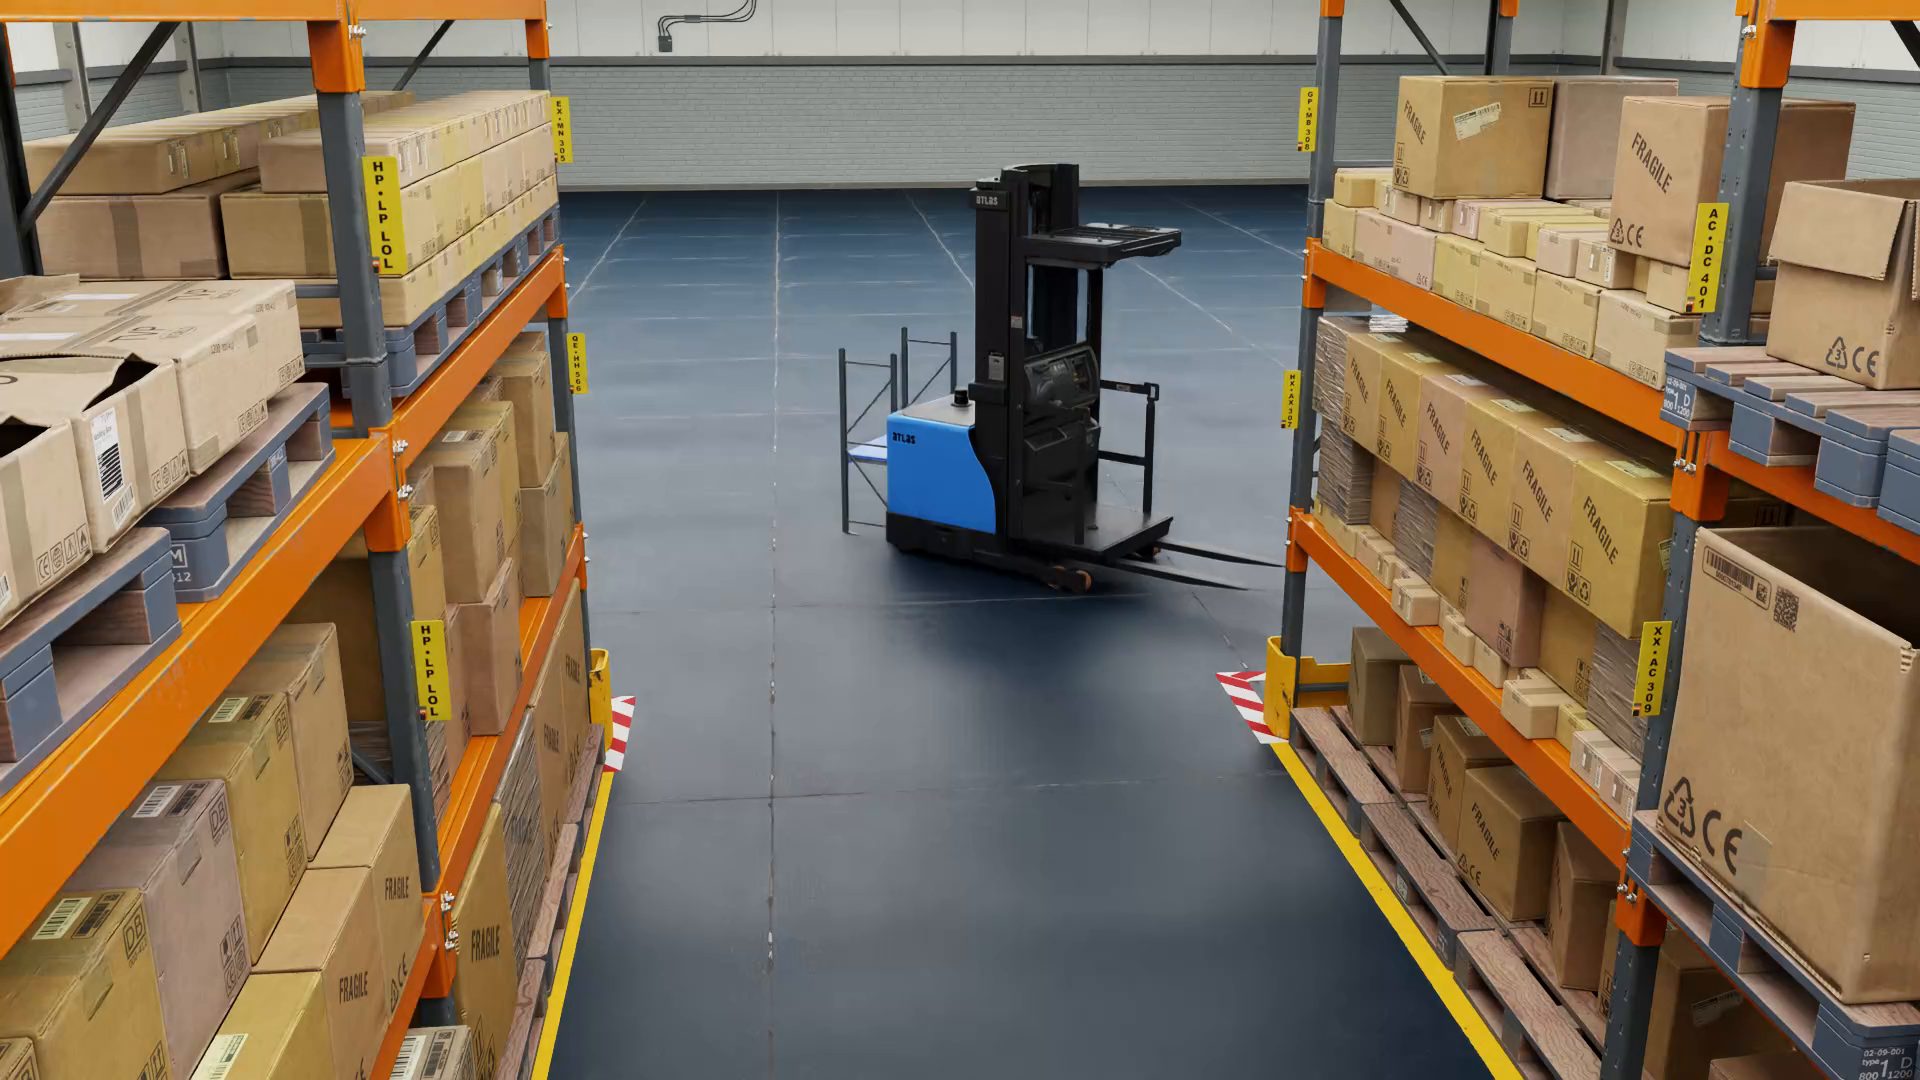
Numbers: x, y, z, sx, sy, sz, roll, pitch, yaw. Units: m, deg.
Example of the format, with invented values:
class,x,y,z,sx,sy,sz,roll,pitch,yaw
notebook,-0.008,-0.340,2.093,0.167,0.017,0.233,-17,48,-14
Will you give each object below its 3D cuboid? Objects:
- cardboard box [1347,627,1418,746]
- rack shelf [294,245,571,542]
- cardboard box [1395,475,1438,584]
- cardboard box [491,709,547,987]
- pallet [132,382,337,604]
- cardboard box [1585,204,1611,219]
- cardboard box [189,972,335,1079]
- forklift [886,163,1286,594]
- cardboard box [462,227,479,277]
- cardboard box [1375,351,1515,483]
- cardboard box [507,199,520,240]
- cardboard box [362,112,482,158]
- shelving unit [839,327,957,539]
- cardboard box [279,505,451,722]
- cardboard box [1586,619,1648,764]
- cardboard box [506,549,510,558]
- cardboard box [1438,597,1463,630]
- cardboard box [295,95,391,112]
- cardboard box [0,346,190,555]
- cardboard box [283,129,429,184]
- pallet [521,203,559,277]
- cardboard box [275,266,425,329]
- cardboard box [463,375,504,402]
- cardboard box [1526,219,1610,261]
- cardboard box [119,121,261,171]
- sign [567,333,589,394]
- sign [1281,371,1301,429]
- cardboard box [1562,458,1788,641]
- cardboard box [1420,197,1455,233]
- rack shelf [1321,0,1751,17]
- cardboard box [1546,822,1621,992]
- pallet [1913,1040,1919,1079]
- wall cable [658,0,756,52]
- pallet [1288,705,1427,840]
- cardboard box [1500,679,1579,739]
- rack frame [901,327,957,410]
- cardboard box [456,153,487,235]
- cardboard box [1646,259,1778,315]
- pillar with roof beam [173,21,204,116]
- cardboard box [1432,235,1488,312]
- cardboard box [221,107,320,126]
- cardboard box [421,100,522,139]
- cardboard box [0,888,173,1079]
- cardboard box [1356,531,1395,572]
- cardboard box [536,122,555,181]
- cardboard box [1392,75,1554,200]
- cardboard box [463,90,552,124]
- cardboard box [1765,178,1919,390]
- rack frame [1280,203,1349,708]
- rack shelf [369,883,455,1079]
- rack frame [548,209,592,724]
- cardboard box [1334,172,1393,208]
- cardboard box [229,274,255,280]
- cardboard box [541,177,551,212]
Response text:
class,x,y,z,sx,sy,sz,roll,pitch,yaw
cardboard box,2.420,0.800,9.094,0.500,0.500,0.500,1,17,5
rack shelf,-2.365,-0.748,6.745,1.077,0.370,4.000,-2,18,-6
cardboard box,2.581,-0.109,7.851,0.875,0.500,0.500,-2,18,-6
cardboard box,-2.251,1.291,6.903,0.875,0.875,0.875,-2,18,-5
pallet,-2.016,-0.132,3.903,0.805,0.209,1.217,-2,18,-8
cardboard box,2.825,-1.307,6.908,0.380,0.149,0.250,-1,17,-4
cardboard box,-1.735,1.336,3.746,0.500,0.500,0.500,-2,17,-5
forklift,0.921,-1.193,12.085,3.031,2.935,1.130,12,21,34
cardboard box,-1.965,-1.046,6.044,0.380,0.149,0.250,-2,18,-7
cardboard box,2.255,-0.575,7.669,0.500,0.500,0.500,-2,18,-6
cardboard box,-2.070,-1.348,7.007,0.380,0.149,0.250,-2,18,-5
cardboard box,-1.991,-1.502,6.166,0.380,0.149,0.250,-2,18,-6
shelving unit,-0.484,-0.879,13.474,0.538,1.500,1.048,9,19,25
cardboard box,-2.163,0.238,5.358,0.875,0.550,0.550,-2,18,-6
cardboard box,2.800,0.487,5.955,0.875,0.500,0.500,-2,18,-6
cardboard box,-2.381,0.272,7.052,0.875,0.550,0.500,-2,18,-6
cardboard box,2.380,0.353,7.463,0.380,0.149,0.250,-2,18,-6
cardboard box,-2.802,-1.936,7.547,0.380,0.149,0.250,-2,18,-6
cardboard box,-1.760,-0.186,3.033,0.500,0.311,0.500,-2,18,-8
cardboard box,-1.886,-1.199,5.201,0.380,0.149,0.250,-2,18,-6
pallet,-2.485,-1.424,7.846,1.003,0.211,1.213,-2,18,-6
cardboard box,-1.859,-0.743,5.078,0.380,0.149,0.250,-2,18,-7
cardboard box,-2.501,-0.399,7.387,0.875,0.550,0.550,-2,18,-6
cardboard box,2.408,-1.140,6.378,0.380,0.149,0.250,-1,17,-4
cardboard box,-2.591,-1.328,5.611,0.380,0.149,0.250,-1,17,-5
sign,-2.031,-0.934,8.816,0.100,0.325,0.005,-2,18,-6
sign,1.833,-0.775,9.194,0.100,0.325,0.005,-2,18,-6
cardboard box,2.465,0.020,5.772,0.500,0.500,0.500,-2,18,-6
cardboard box,2.271,-1.451,7.369,0.380,0.149,0.250,-3,18,-8
rack shelf,2.578,-2.301,6.689,1.077,0.370,4.000,-2,18,-6
cardboard box,2.717,1.514,6.819,0.500,0.500,0.500,4,18,12
pallet,2.952,1.507,3.688,1.003,0.211,1.213,-2,18,-6
wall cable,-5.885,-14.313,38.067,2.305,6.003,0.169,-2,18,-6
pallet,2.429,1.217,8.948,1.003,0.211,1.213,-2,18,-6
cardboard box,2.351,0.655,6.501,0.380,0.149,0.250,-2,18,-6
rack frame,-0.257,-1.015,13.908,0.500,1.500,0.032,9,19,25
cardboard box,-2.037,-1.269,6.089,0.500,0.250,0.500,-2,18,-6
cardboard box,2.464,-0.825,5.374,0.380,0.149,0.250,-1,17,-4
pillar with roof beam,-12.059,-11.617,35.155,9.100,9.000,0.400,-2,18,-6
cardboard box,2.330,-1.131,7.015,0.500,0.250,0.500,-1,17,-4
cardboard box,-2.697,-1.632,6.578,0.380,0.149,0.250,-2,17,-5
cardboard box,-2.096,-1.804,7.127,0.380,0.149,0.250,-2,18,-5
cardboard box,-1.945,1.013,3.107,0.700,0.500,0.500,-2,18,-6
cardboard box,2.228,0.057,8.408,0.380,0.149,0.250,-2,18,-6
cardboard box,-2.243,-1.868,7.999,0.500,0.250,0.500,-2,17,-5
cardboard box,2.257,-1.788,7.358,0.500,0.500,0.500,-2,18,-6
cardboard box,-2.199,-2.106,8.090,0.380,0.149,0.250,-2,18,-5
cardboard box,2.735,-0.725,4.598,0.797,0.503,0.637,-3,18,-8
rack frame,2.372,-0.379,9.377,1.000,3.000,0.127,-2,18,-6
rack shelf,-1.953,1.875,3.399,1.077,0.370,4.000,-2,18,-6
rack frame,-2.572,-0.256,8.985,1.000,3.000,0.127,-2,18,-6
cardboard box,2.101,-1.760,8.351,0.380,0.149,0.250,-1,17,-4
cardboard box,-2.569,-0.874,5.498,0.380,0.149,0.250,-2,17,-5
cardboard box,-2.175,-1.652,7.974,0.380,0.149,0.250,-2,18,-5
